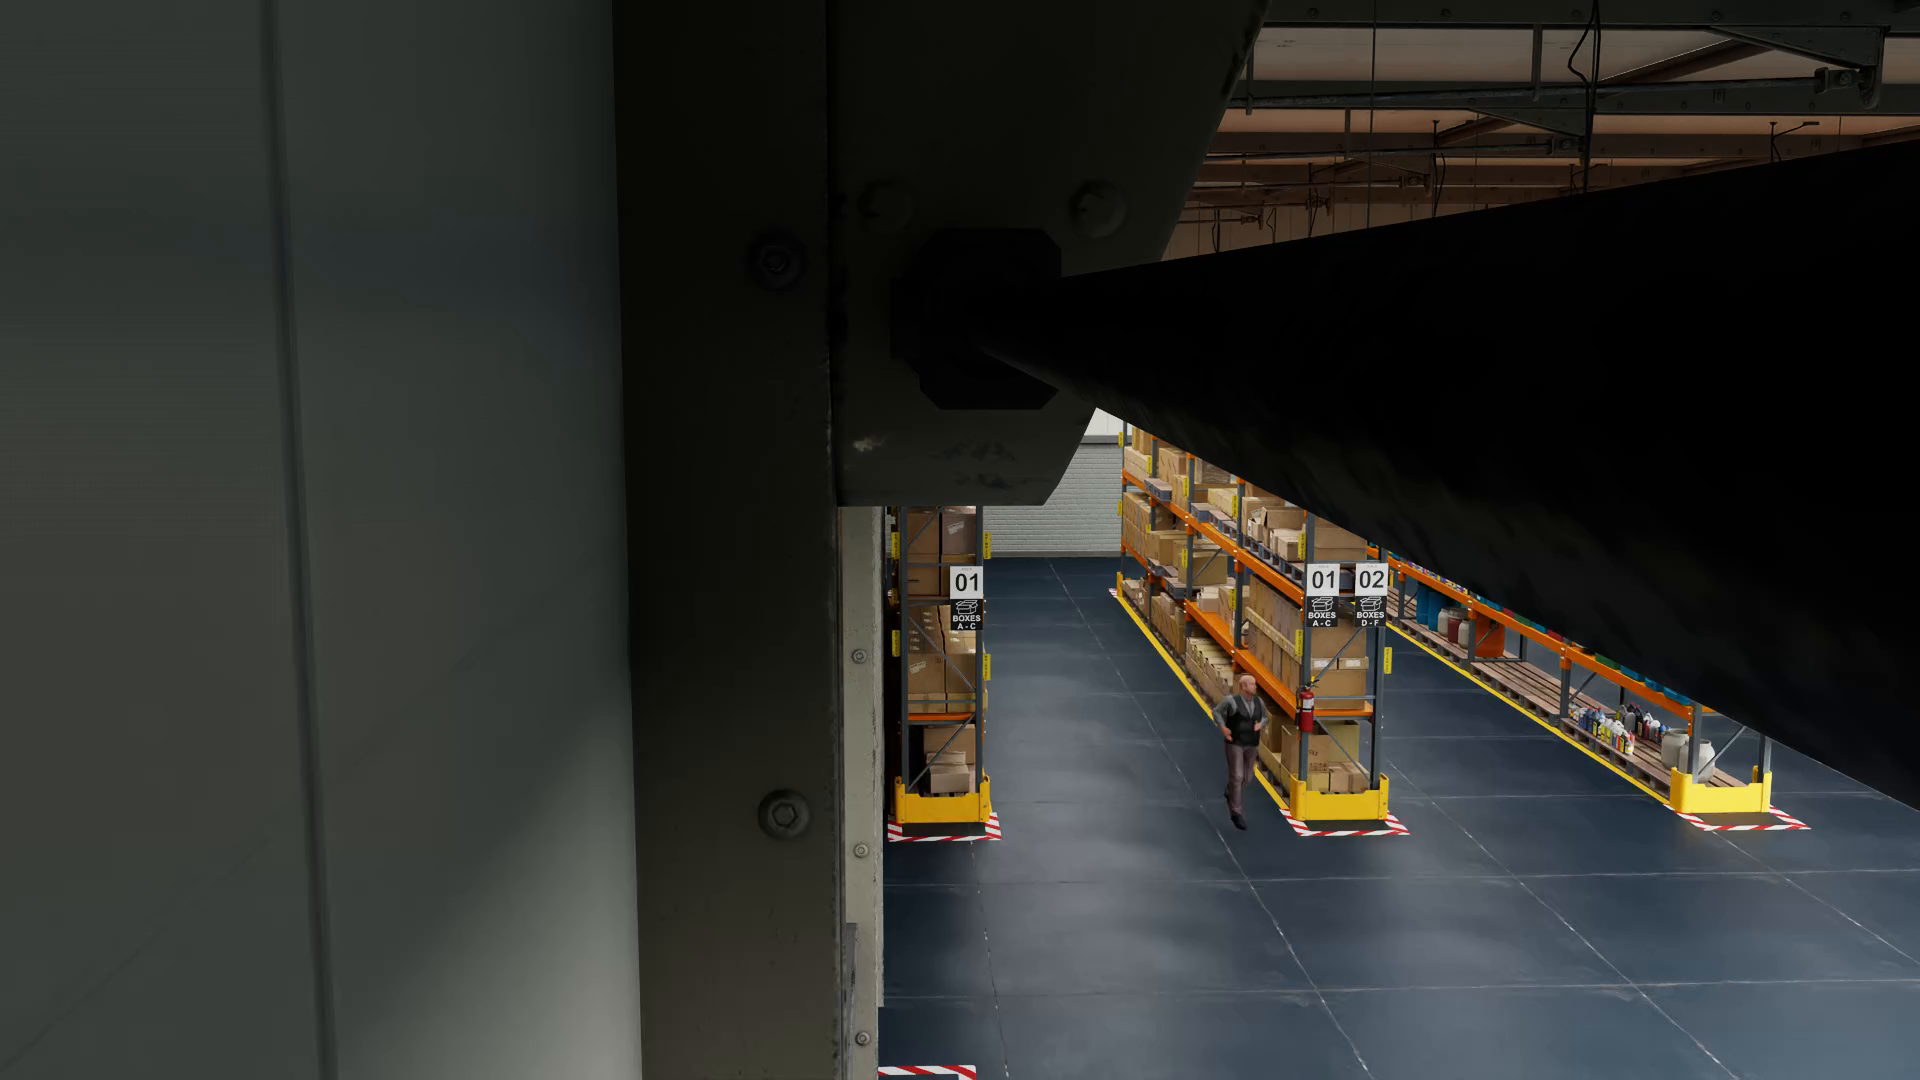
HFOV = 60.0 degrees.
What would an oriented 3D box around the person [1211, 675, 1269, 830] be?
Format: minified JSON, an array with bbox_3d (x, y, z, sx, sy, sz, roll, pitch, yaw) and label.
[{"bbox_3d":[3.390,2.460,19.791,0.672,1.724,0.902,-4,9,-24],"label":"person"}]
